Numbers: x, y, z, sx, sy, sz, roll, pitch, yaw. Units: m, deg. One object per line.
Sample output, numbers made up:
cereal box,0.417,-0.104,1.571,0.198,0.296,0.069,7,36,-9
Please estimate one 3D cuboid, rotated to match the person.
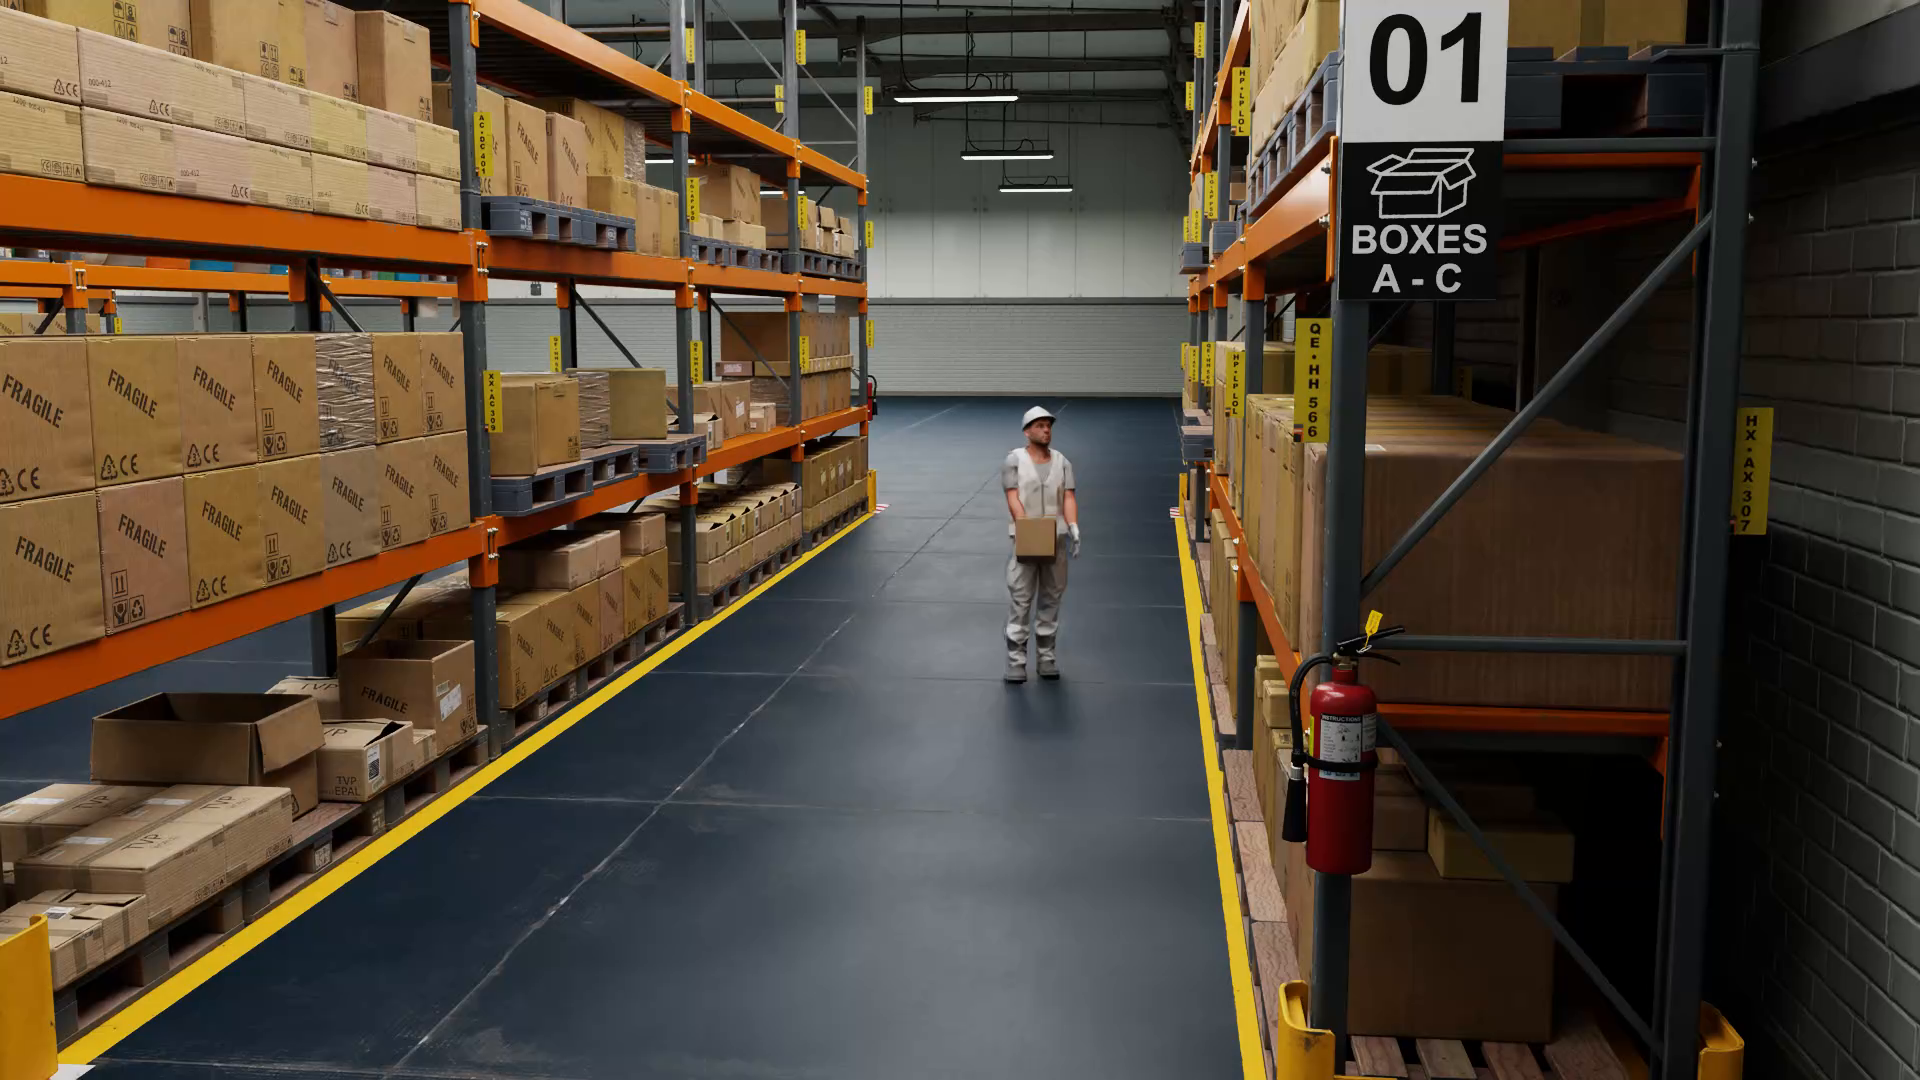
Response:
person,0.530,0.020,11.025,0.558,1.794,0.528,-3,8,-20
